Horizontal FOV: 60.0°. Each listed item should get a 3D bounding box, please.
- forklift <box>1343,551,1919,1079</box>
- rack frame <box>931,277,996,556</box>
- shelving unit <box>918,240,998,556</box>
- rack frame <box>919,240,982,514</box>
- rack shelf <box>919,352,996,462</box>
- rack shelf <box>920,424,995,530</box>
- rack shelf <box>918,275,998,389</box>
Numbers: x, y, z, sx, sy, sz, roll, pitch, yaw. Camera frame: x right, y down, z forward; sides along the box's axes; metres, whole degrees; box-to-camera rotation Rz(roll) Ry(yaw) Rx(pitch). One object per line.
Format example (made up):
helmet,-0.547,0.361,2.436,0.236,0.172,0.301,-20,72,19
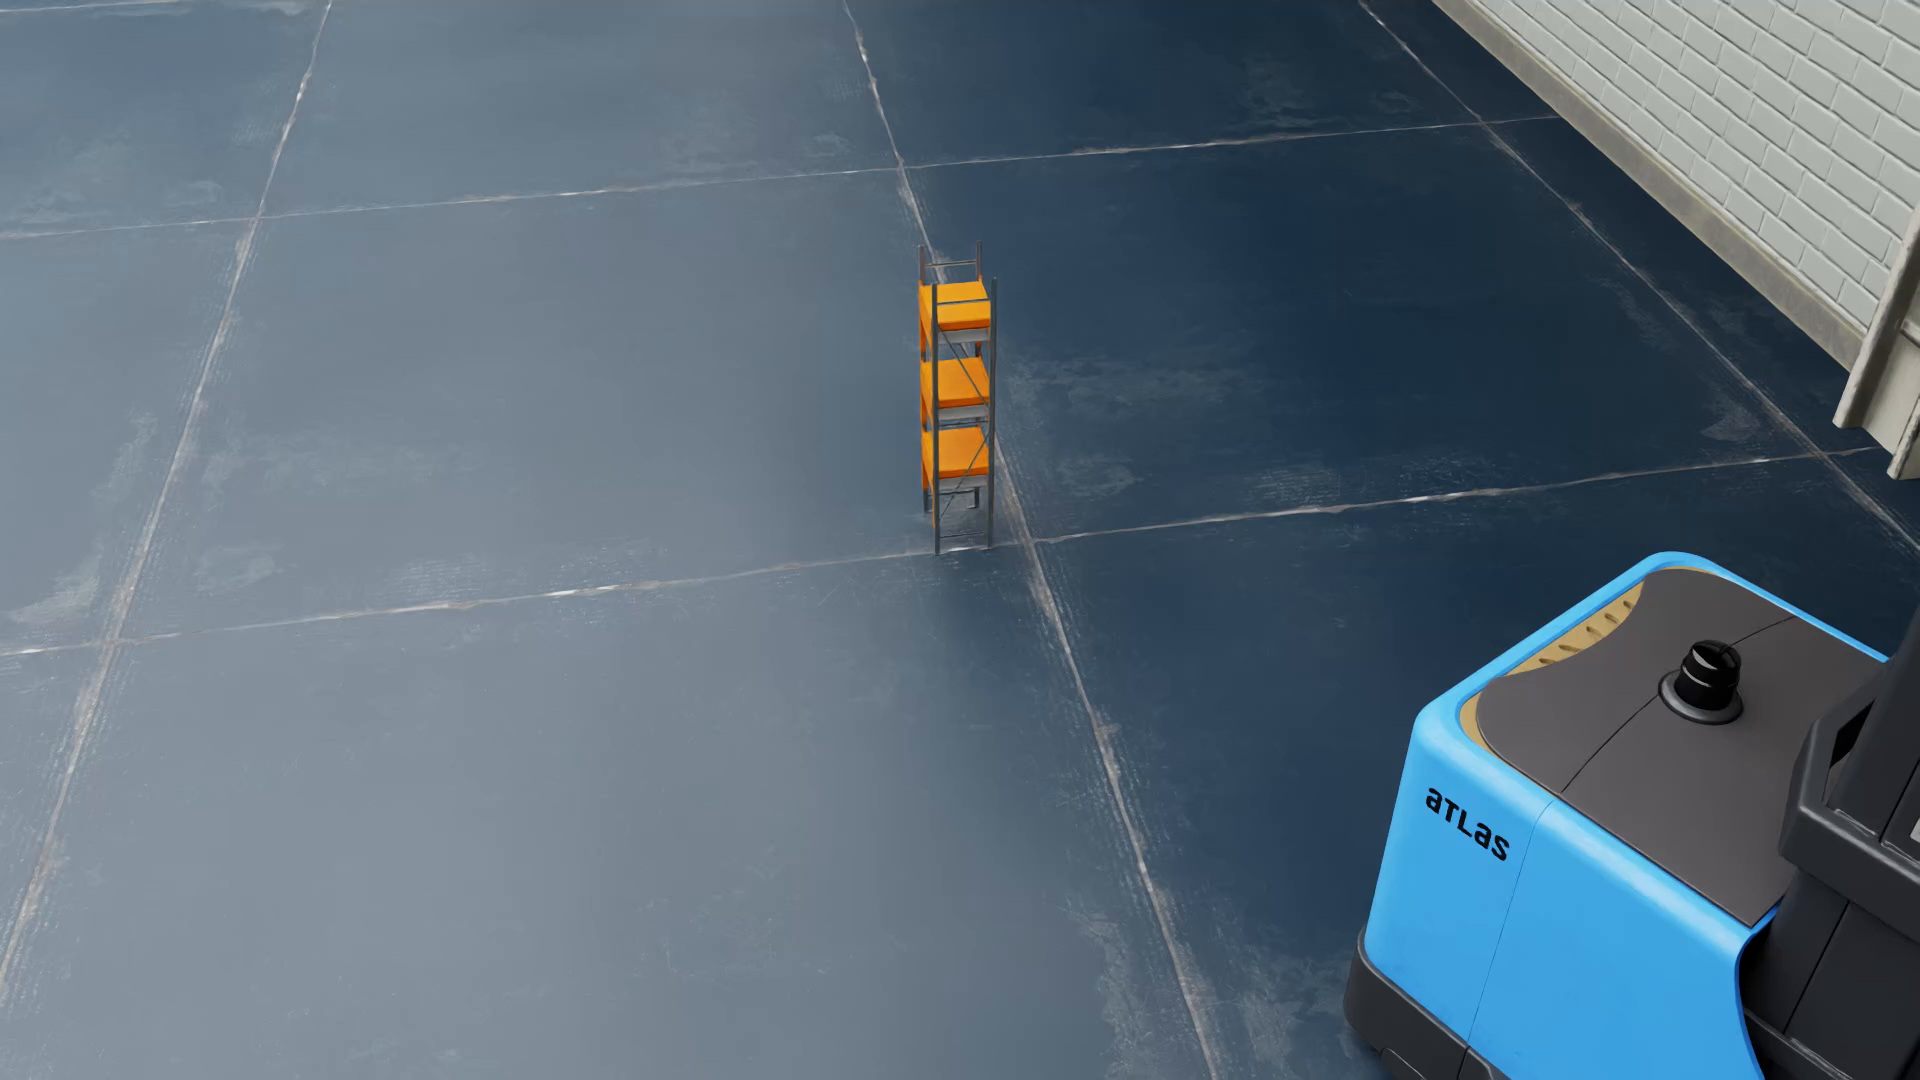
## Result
forklift,2.263,0.584,2.609,1.130,2.935,3.031,-26,45,-29
rack frame,0.012,-0.373,5.375,0.200,1.050,0.008,-6,38,-8
shelving unit,-0.009,-0.447,5.470,0.215,1.050,0.252,-6,38,-8
rack frame,-0.031,-0.521,5.564,0.200,1.050,0.008,-6,38,-8
rack shelf,-0.009,-0.439,5.476,0.215,0.259,0.240,-6,38,-8
rack shelf,-0.009,-0.219,5.647,0.215,0.259,0.240,-6,38,-8
rack shelf,-0.009,-0.663,5.302,0.215,0.259,0.240,-6,38,-8
